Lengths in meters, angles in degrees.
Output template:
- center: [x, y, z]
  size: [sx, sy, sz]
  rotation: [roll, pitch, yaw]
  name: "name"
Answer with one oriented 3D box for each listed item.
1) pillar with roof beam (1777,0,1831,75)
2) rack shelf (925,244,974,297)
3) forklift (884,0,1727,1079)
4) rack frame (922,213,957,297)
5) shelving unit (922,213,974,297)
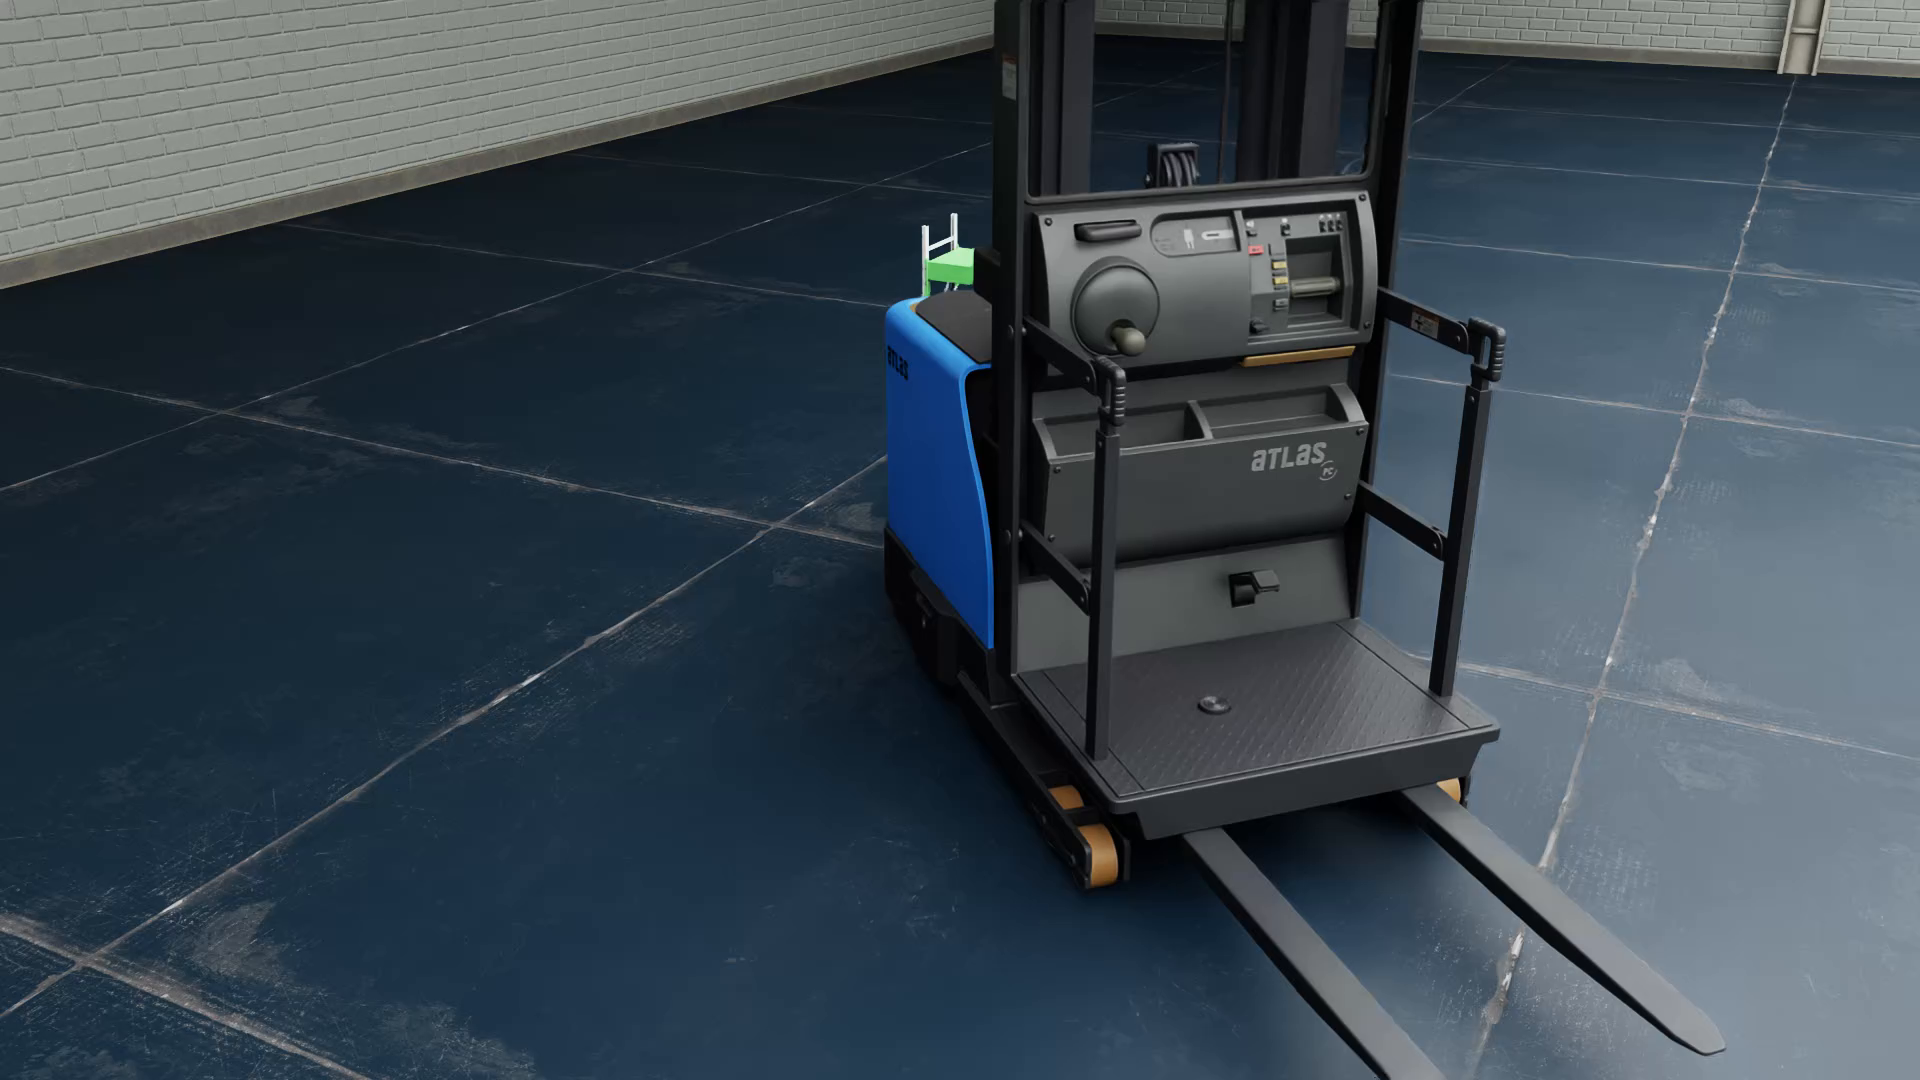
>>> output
- center: [7.330, -7.814, 13.126]
  size: [0.400, 9.000, 9.100]
  rotation: [11, 25, 25]
  name: "pillar with roof beam"
- center: [0.147, -0.906, 5.785]
  size: [0.480, 0.148, 0.258]
  rotation: [11, 25, 24]
  name: "rack shelf"
- center: [0.712, -0.650, 4.033]
  size: [1.130, 2.935, 3.031]
  rotation: [-8, 24, -18]
  name: "forklift"
- center: [-0.071, -0.567, 6.048]
  size: [0.015, 1.200, 0.240]
  rotation: [11, 25, 24]
  name: "rack frame"
- center: [0.147, -0.524, 5.948]
  size: [0.503, 1.200, 0.258]
  rotation: [11, 25, 24]
  name: "shelving unit"
